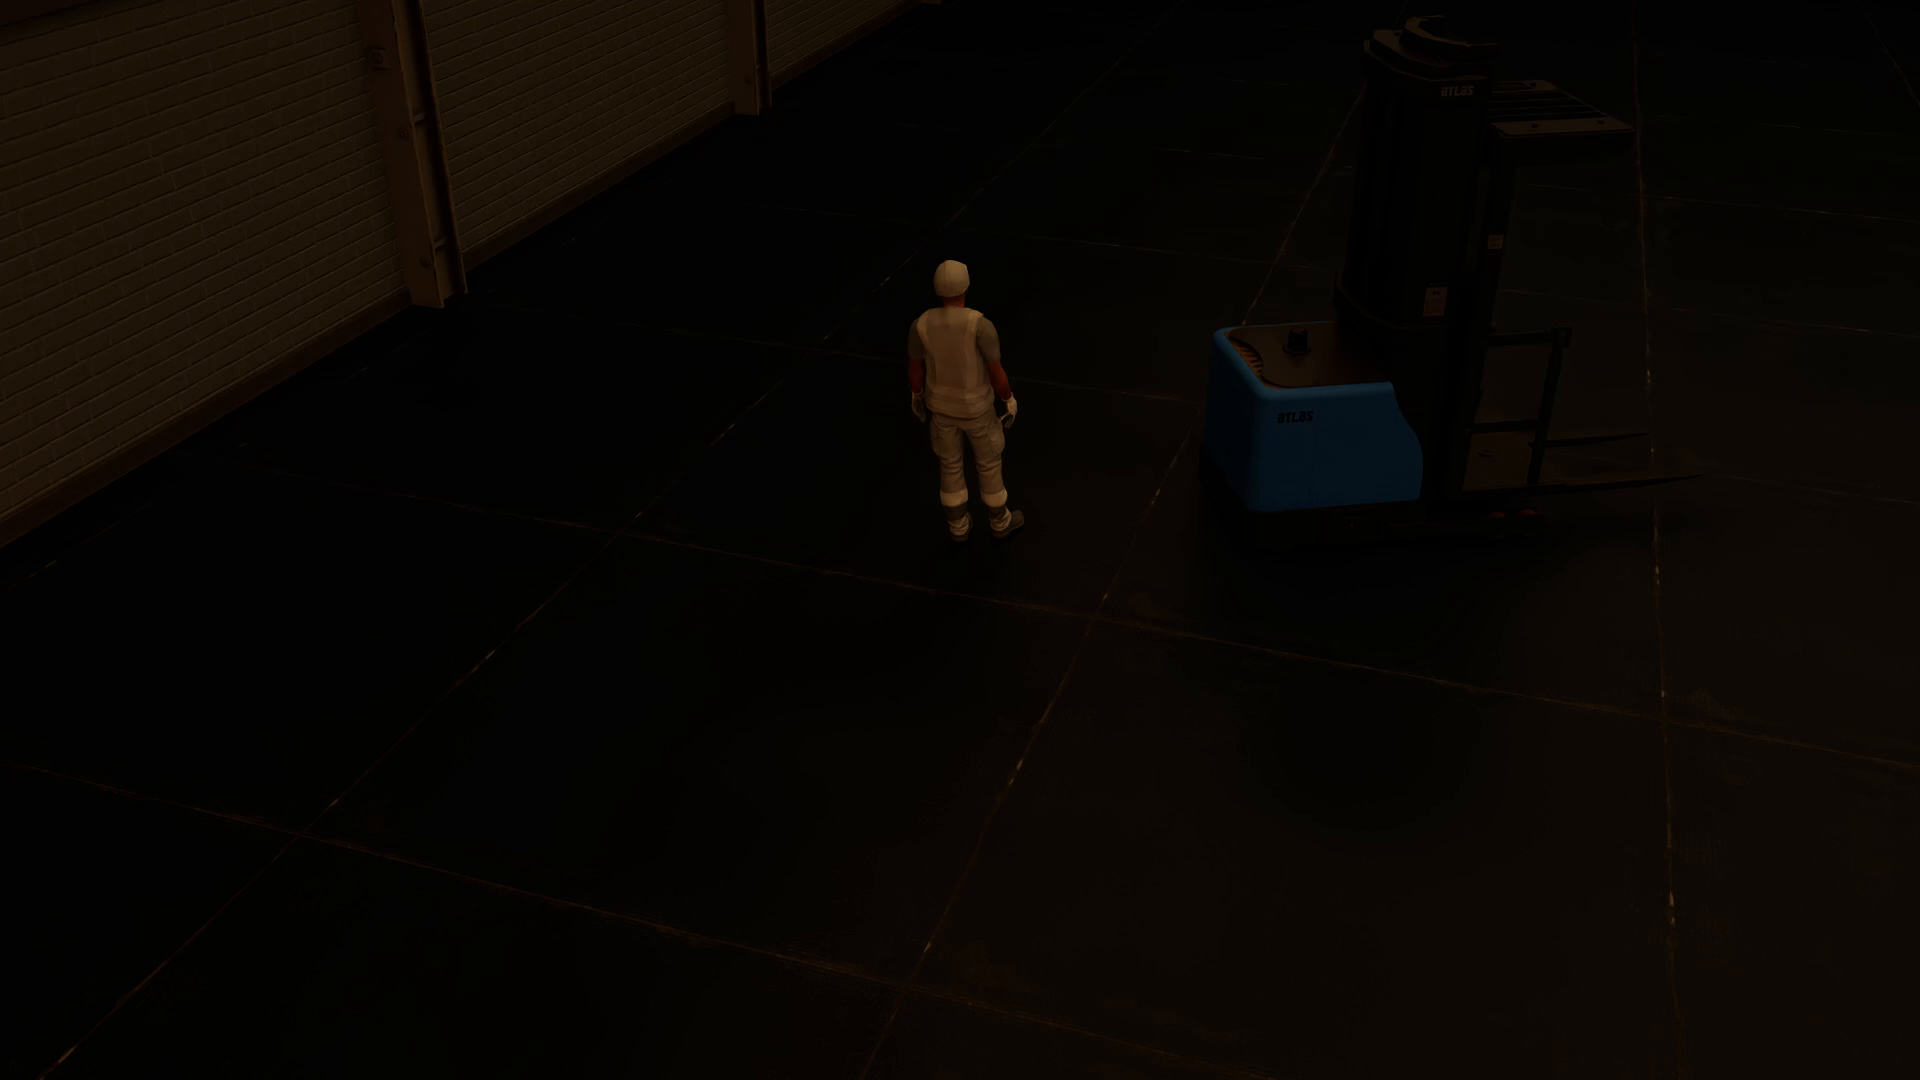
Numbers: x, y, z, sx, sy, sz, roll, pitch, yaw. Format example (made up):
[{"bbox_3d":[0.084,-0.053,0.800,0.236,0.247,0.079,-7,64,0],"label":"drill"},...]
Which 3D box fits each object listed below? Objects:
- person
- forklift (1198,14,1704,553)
[{"bbox_3d":[0.038,-0.820,9.712,0.637,1.790,0.562,10,31,16],"label":"person"},{"bbox_3d":[3.093,-1.530,9.821,3.031,2.935,1.130,-5,30,-8],"label":"forklift"}]
